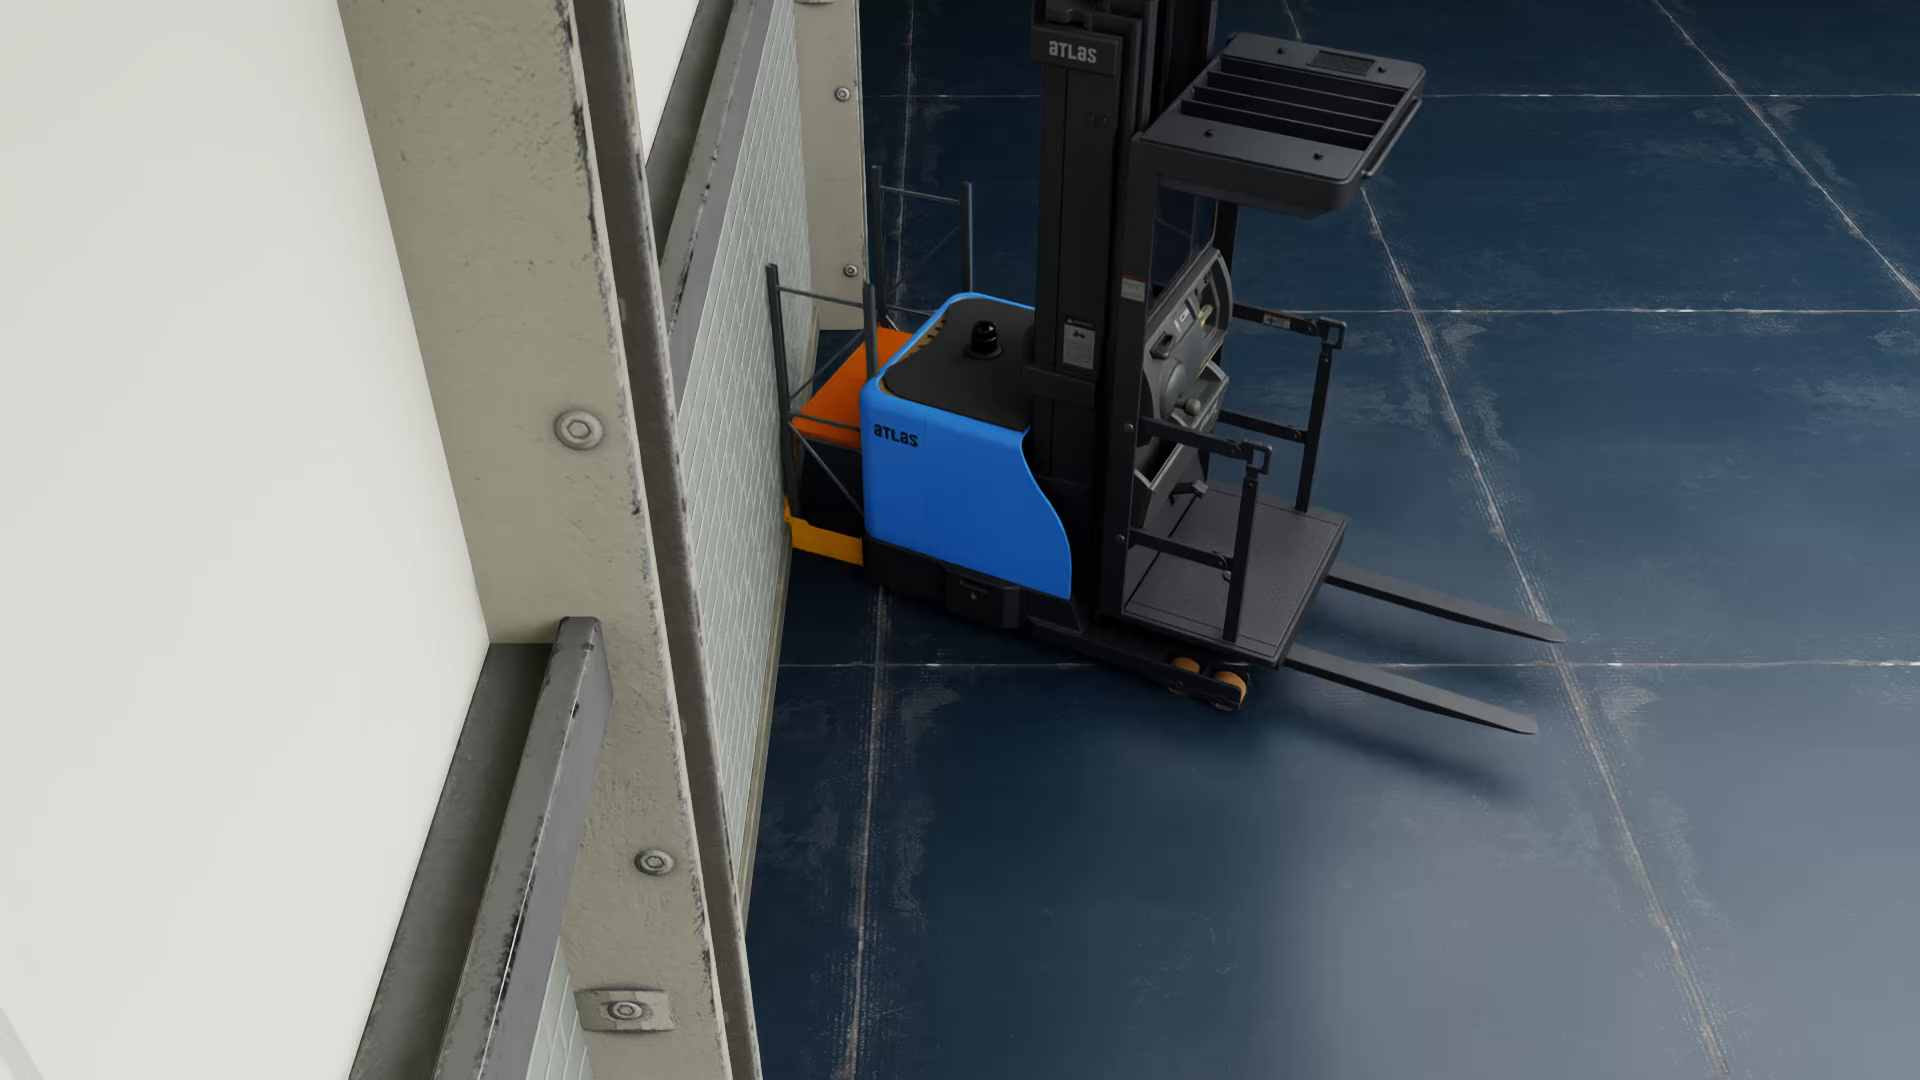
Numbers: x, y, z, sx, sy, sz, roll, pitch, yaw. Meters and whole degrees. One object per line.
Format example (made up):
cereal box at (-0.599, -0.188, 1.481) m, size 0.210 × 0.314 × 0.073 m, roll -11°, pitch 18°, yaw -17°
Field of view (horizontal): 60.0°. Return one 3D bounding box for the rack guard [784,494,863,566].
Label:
rack guard at (-0.572, -0.031, 7.828) m, size 0.587 × 0.250 × 0.087 m, roll 15°, pitch 41°, yaw 19°

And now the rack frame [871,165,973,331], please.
rack frame at (-0.172, -1.102, 8.168) m, size 0.500 × 1.500 × 0.032 m, roll 15°, pitch 41°, yaw 19°

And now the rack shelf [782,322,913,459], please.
rack shelf at (-0.374, -0.670, 7.916) m, size 0.538 × 0.185 × 1.000 m, roll 15°, pitch 41°, yaw 19°

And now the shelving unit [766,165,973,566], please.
shelving unit at (-0.380, -0.806, 7.798) m, size 0.587 × 1.500 × 1.083 m, roll 15°, pitch 41°, yaw 19°

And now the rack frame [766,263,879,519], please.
rack frame at (-0.580, -0.521, 7.440) m, size 0.500 × 1.500 × 0.032 m, roll 15°, pitch 41°, yaw 19°

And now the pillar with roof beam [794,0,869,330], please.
pillar with roof beam at (3.619, -4.841, 6.840) m, size 9.100 × 9.000 × 0.400 m, roll 0°, pitch 39°, yaw 0°

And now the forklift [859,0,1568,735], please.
forklift at (1.104, -0.800, 6.650) m, size 3.031 × 2.935 × 1.130 m, roll 17°, pitch 42°, yaw 20°
